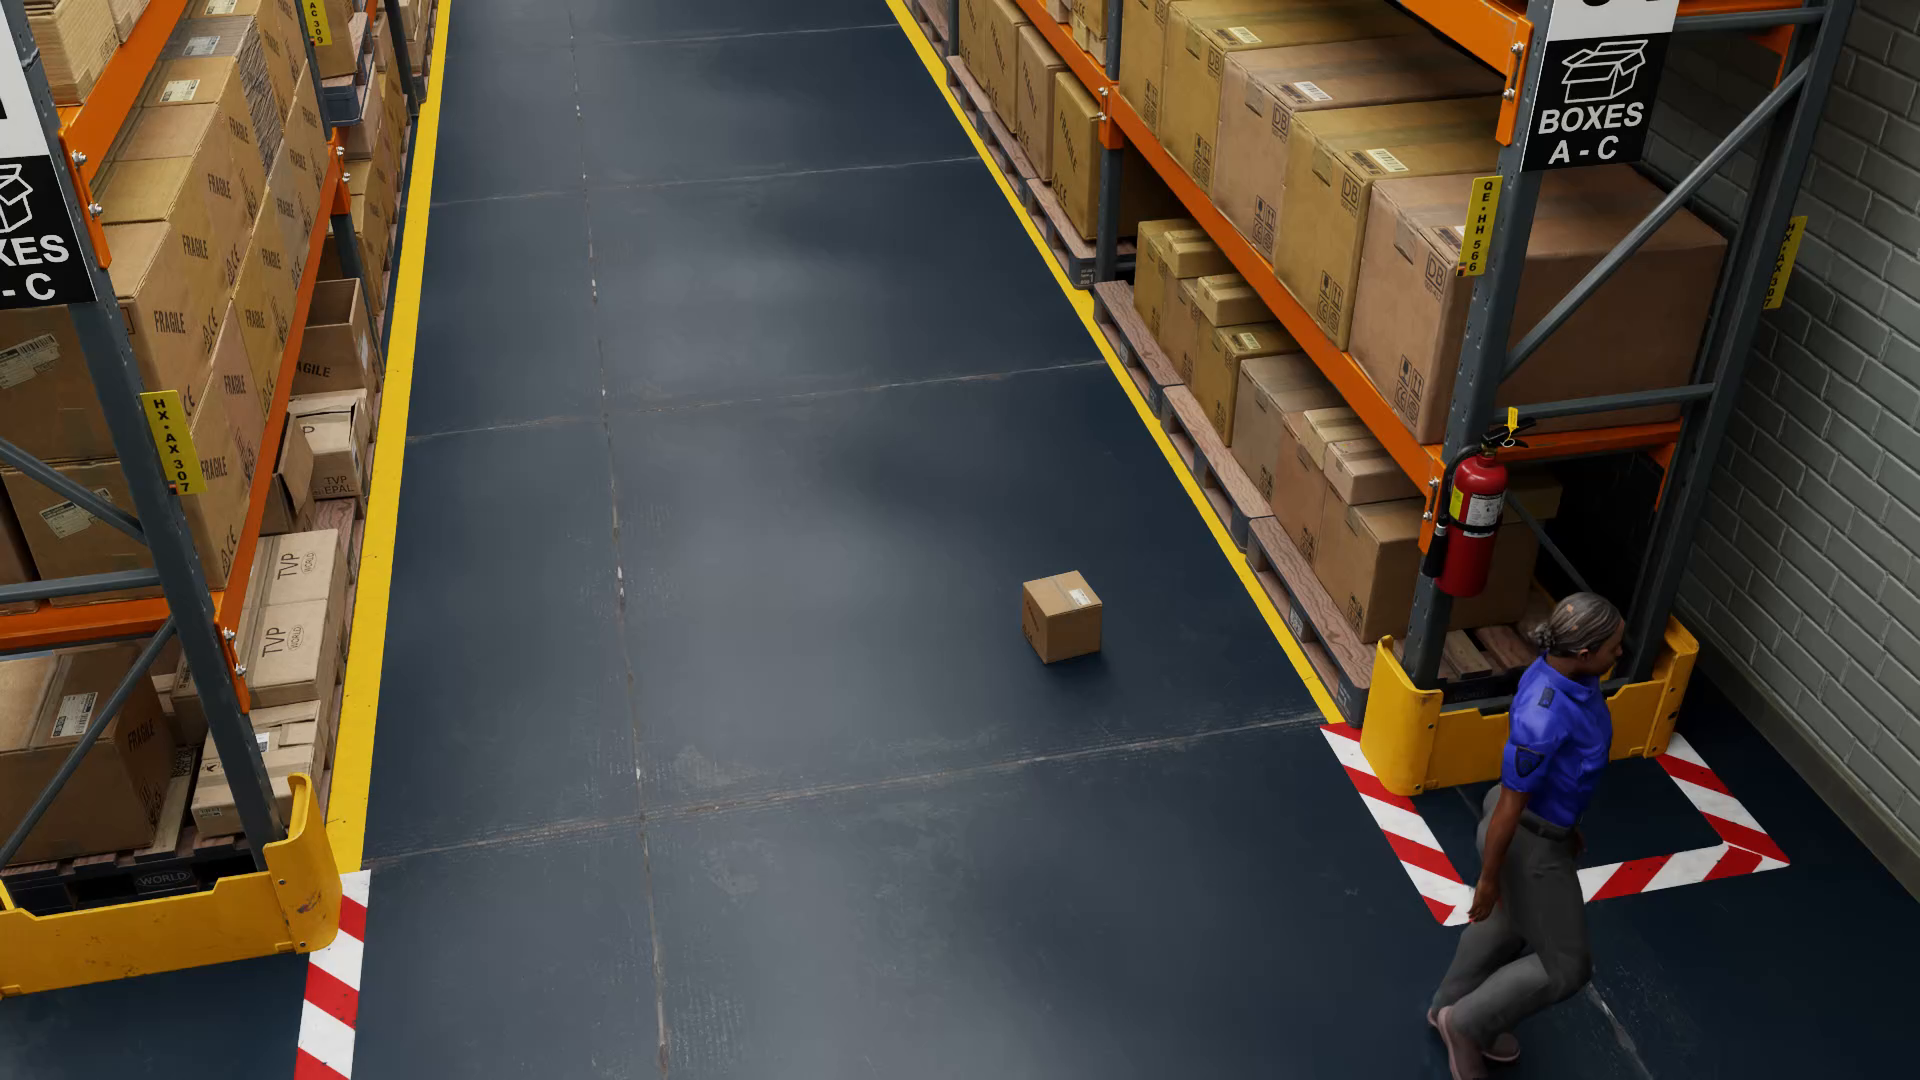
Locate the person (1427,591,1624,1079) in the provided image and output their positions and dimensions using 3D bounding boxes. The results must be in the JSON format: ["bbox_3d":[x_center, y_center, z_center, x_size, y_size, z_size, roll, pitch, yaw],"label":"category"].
[{"bbox_3d":[1.701,0.905,4.827,0.421,1.674,0.552,15,37,21],"label":"person"}]
